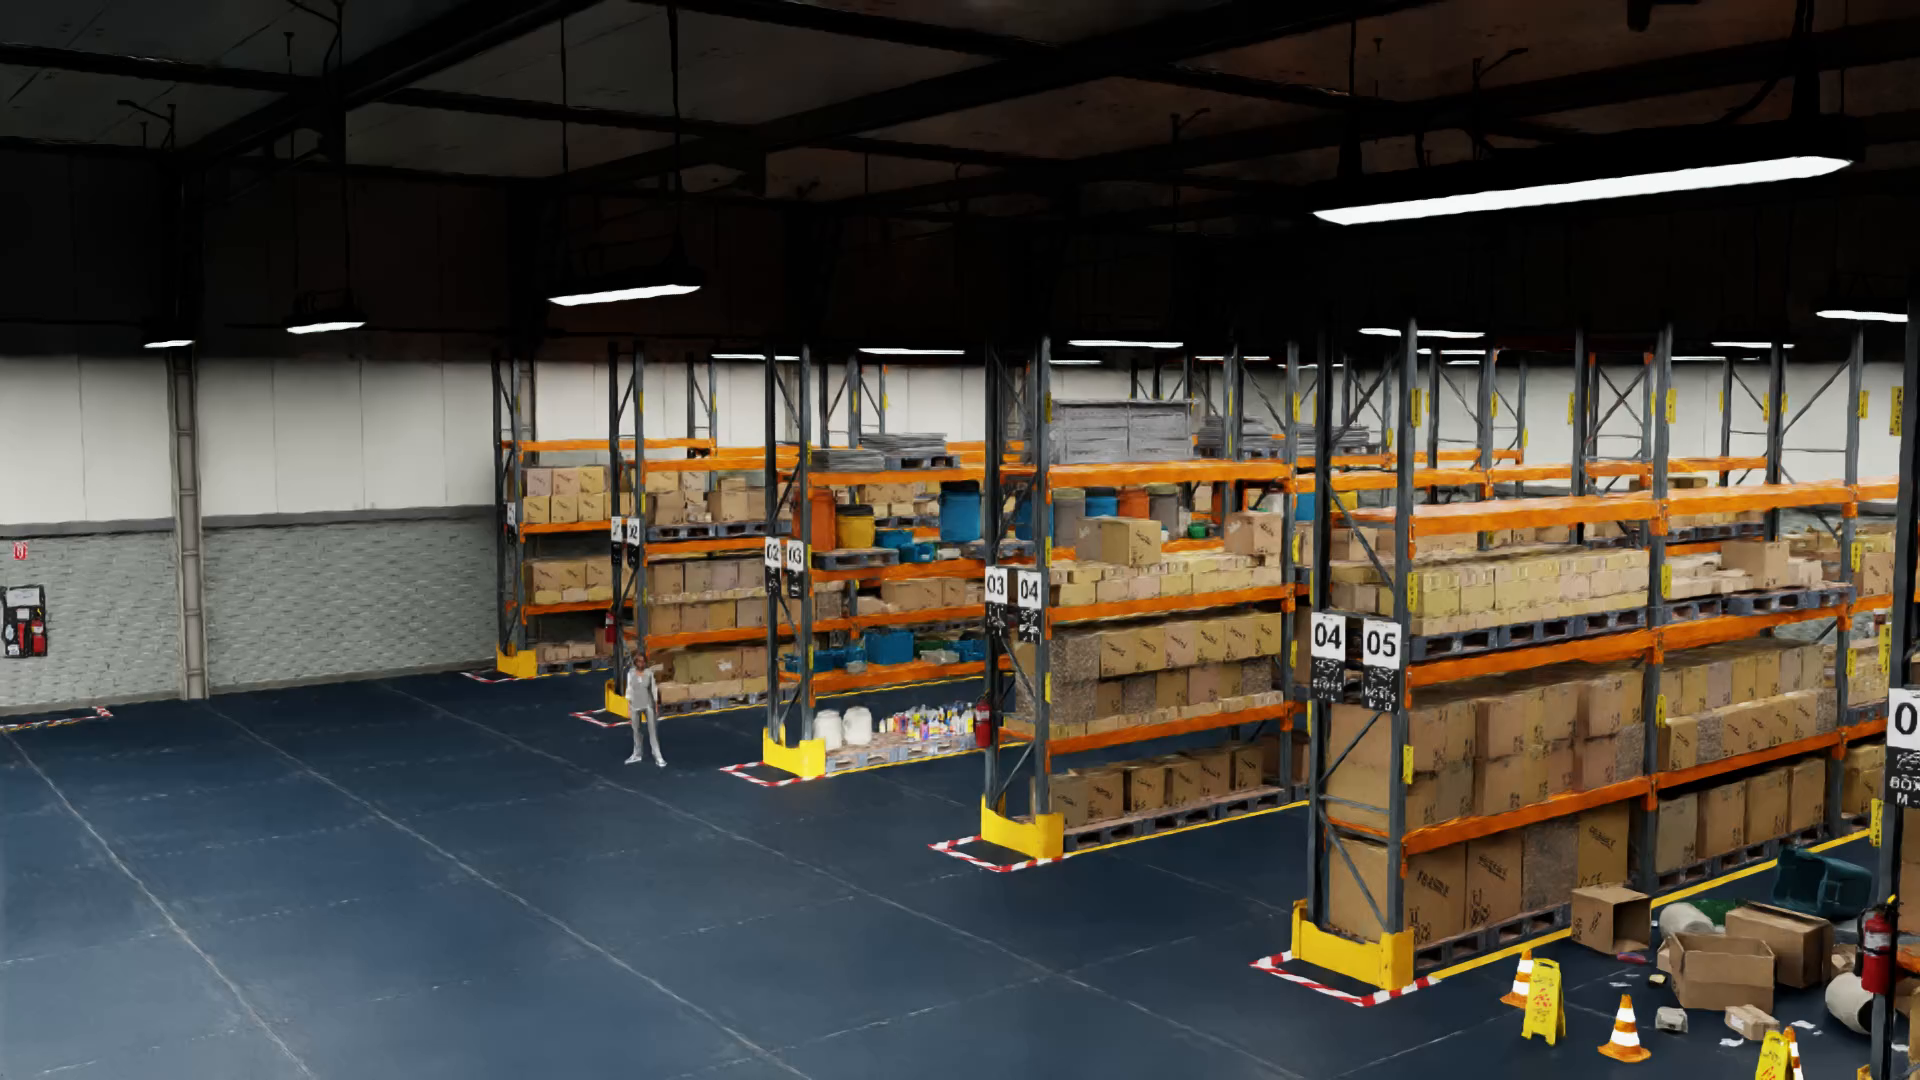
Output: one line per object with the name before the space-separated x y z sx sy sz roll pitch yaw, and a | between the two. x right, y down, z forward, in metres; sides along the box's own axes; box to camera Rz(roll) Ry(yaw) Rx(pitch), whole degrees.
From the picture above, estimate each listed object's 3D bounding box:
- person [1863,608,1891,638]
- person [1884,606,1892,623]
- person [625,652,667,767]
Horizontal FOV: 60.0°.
person | 14.974 1.919 27.094 1.123 1.709 0.553 -3 6 -35
person | 16.763 1.706 30.067 0.911 1.584 0.480 -1 5 -15
person | -4.370 2.334 23.088 0.636 1.586 0.528 0 5 -2
